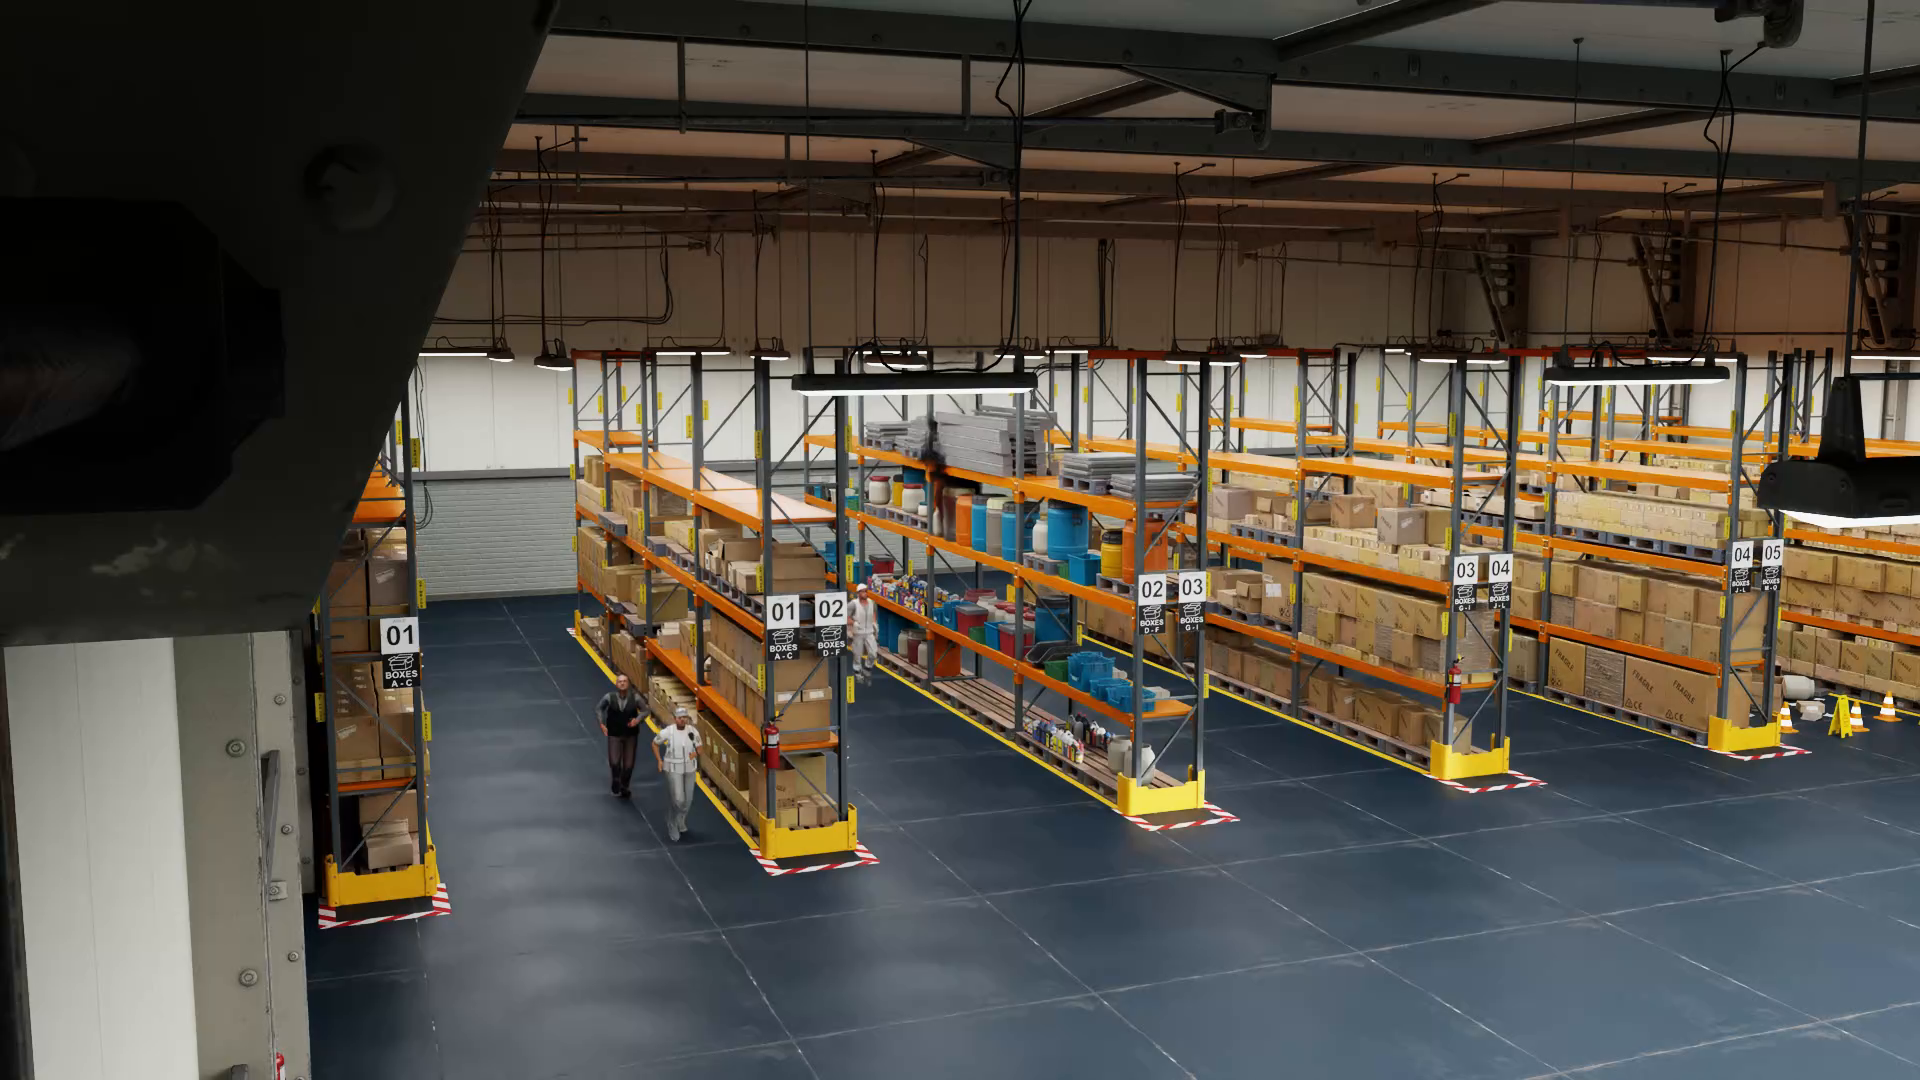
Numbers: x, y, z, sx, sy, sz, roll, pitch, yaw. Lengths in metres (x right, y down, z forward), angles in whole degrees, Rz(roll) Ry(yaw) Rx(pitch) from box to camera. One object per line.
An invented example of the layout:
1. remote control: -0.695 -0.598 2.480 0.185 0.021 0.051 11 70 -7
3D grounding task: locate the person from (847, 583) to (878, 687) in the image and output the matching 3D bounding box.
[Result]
1. person: -1.650 1.645 28.463 0.648 1.813 0.638 -3 8 -23

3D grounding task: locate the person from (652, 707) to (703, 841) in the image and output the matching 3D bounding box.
1. person: -3.508 2.929 20.880 0.580 1.686 0.687 -4 8 -29

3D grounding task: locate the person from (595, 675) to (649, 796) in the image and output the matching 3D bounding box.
1. person: -4.589 2.678 22.636 0.720 1.678 0.547 -1 7 -11
